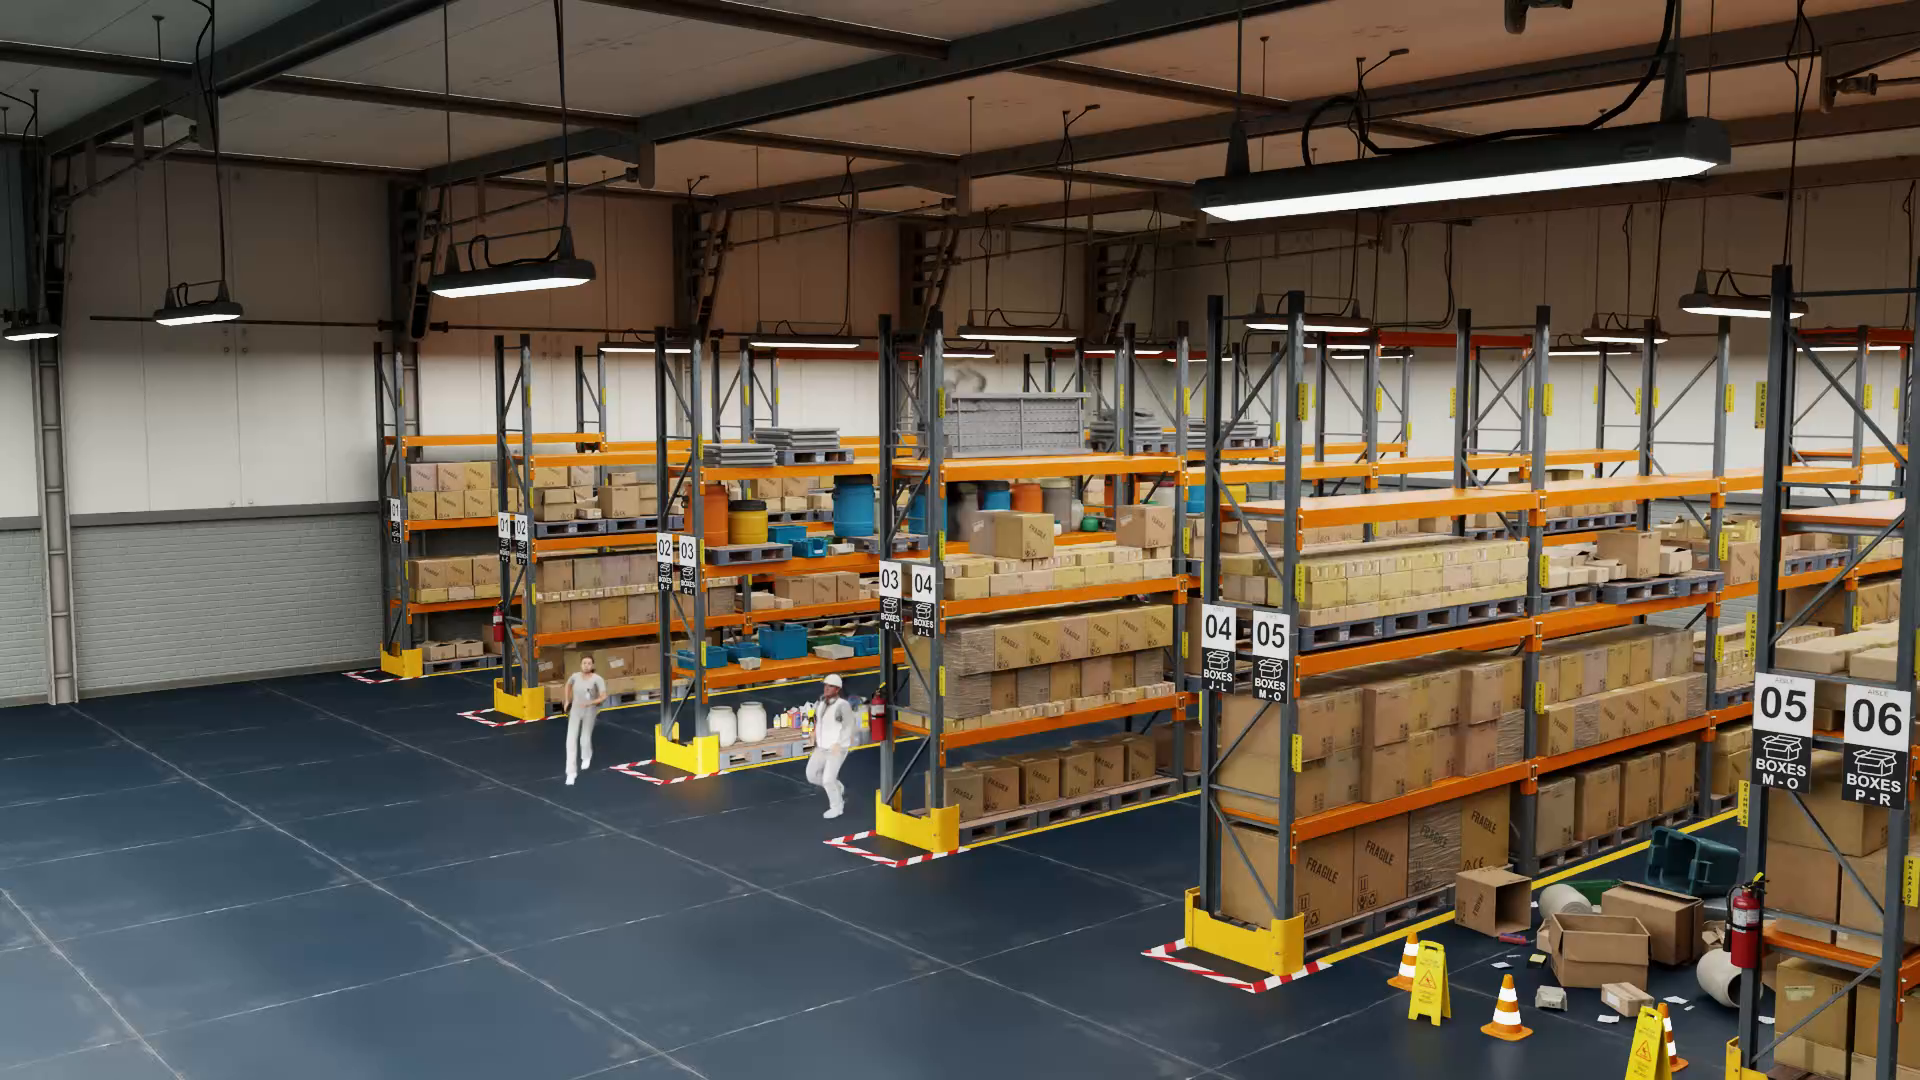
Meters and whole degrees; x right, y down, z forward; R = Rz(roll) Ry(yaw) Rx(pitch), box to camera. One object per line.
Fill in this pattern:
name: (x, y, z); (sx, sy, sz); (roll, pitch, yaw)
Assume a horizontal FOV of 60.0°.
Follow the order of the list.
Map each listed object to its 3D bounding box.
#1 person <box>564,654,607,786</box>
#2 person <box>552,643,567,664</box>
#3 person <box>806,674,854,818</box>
person: (-4.970, 2.348, 22.083); (0.594, 1.676, 0.933); (0, 5, 0)
person: (-6.960, 1.677, 28.982); (0.587, 1.701, 0.930); (5, 7, 41)
person: (-1.587, 2.483, 20.082); (0.515, 1.740, 0.687); (-4, 7, -40)
